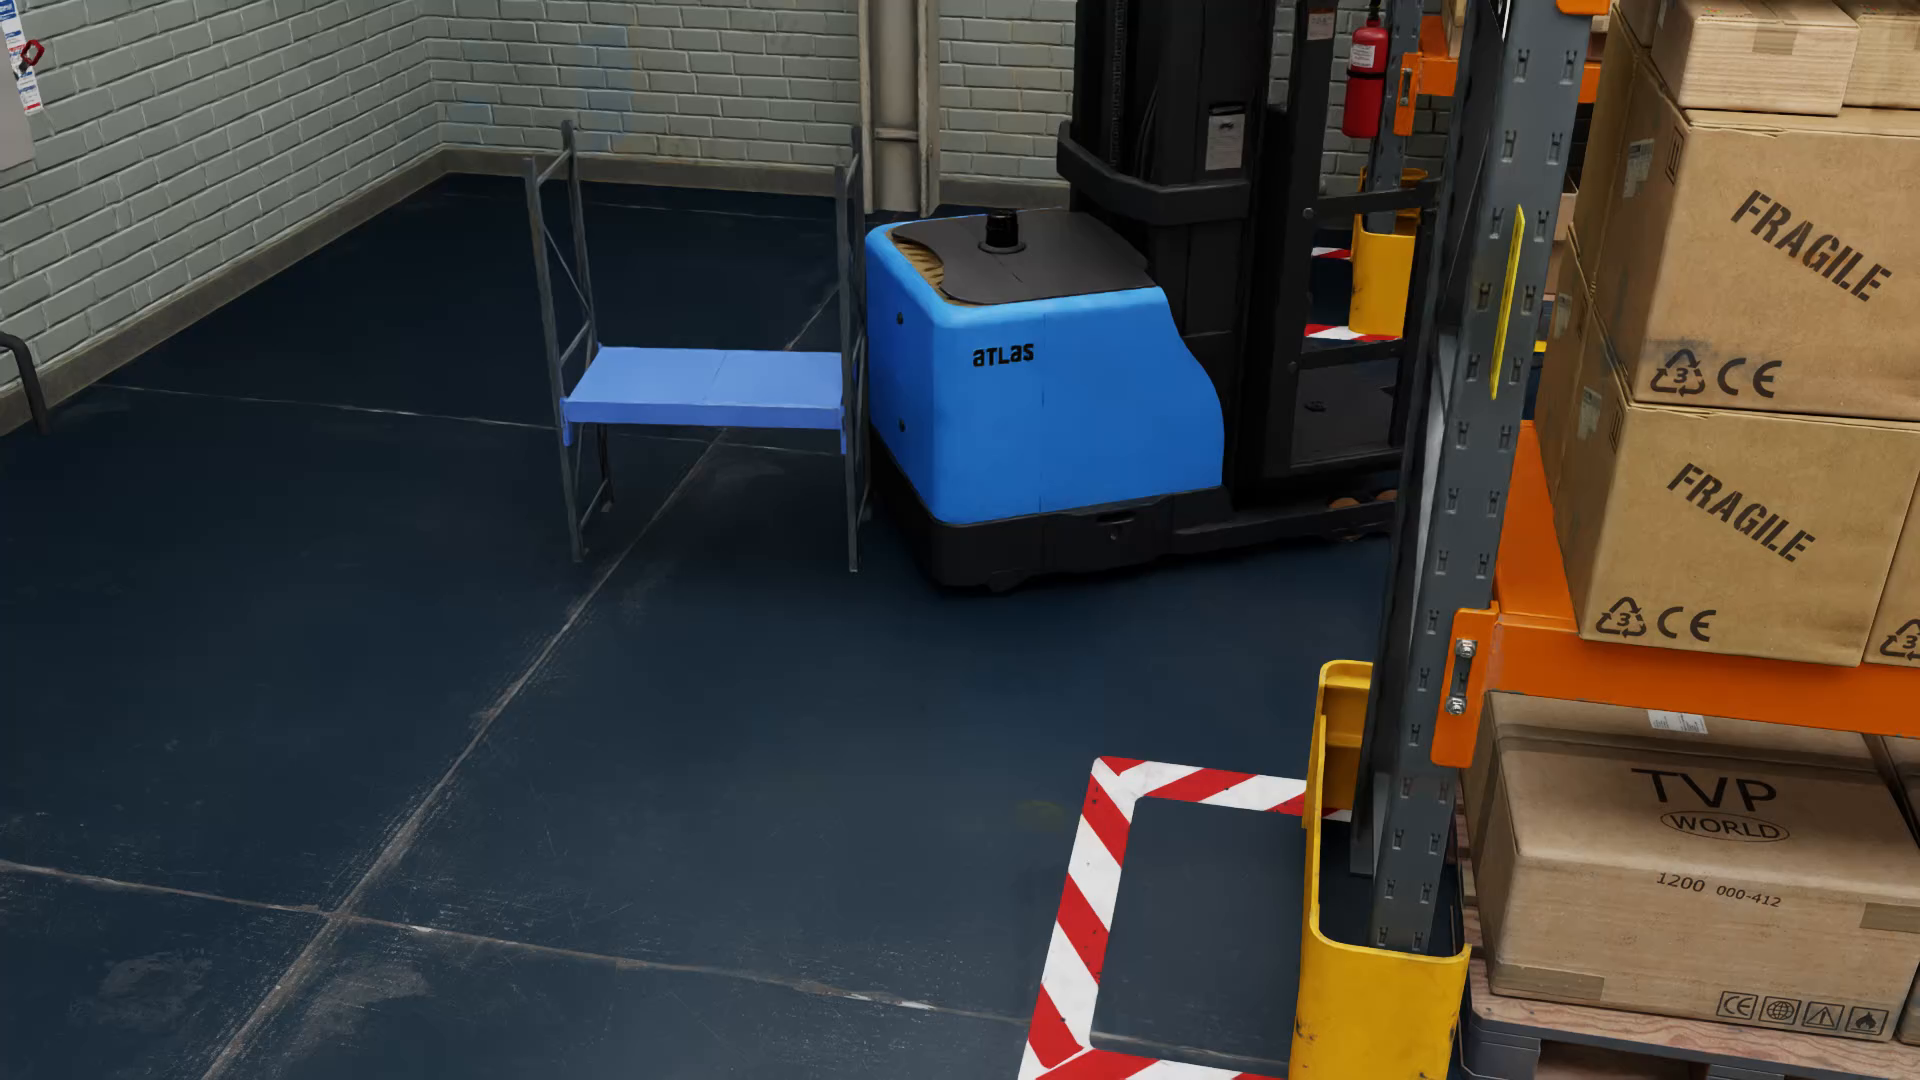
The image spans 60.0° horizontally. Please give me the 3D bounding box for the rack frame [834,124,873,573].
[{"bbox_3d":[-0.371,-0.659,5.893,0.032,1.500,0.500,2,29,3],"label":"rack frame"}]

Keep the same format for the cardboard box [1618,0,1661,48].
[{"bbox_3d":[1.465,-1.082,3.282,0.250,0.149,0.380,6,29,11],"label":"cardboard box"}]

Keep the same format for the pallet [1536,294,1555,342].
[{"bbox_3d":[2.959,-1.278,8.365,1.213,0.211,1.003,6,29,11],"label":"pallet"}]

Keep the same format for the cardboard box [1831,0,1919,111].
[{"bbox_3d":[1.633,-0.866,2.887,0.250,0.149,0.380,7,29,12],"label":"cardboard box"}]

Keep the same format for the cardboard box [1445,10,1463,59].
[{"bbox_3d":[2.369,-2.316,7.619,0.250,0.149,0.380,6,29,10],"label":"cardboard box"}]

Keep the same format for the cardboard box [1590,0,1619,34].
[{"bbox_3d":[2.986,-2.431,7.413,0.500,0.250,0.500,6,29,11],"label":"cardboard box"}]

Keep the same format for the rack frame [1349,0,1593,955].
[{"bbox_3d":[1.072,-0.257,3.596,0.127,3.000,1.000,6,29,11],"label":"rack frame"}]

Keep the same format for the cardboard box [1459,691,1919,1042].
[{"bbox_3d":[1.739,0.702,4.075,0.875,0.438,0.875,5,29,9],"label":"cardboard box"}]

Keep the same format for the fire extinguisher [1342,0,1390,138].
[{"bbox_3d":[1.865,-2.189,7.593,0.183,0.674,0.296,6,29,11],"label":"fire extinguisher"}]

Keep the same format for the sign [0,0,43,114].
[{"bbox_3d":[-3.965,-1.994,6.868,0.001,0.494,0.329,6,29,11],"label":"sign"}]

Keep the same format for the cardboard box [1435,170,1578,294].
[{"bbox_3d":[2.683,-1.572,8.160,0.637,0.503,0.797,5,29,9],"label":"cardboard box"}]

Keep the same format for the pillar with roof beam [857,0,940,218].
[{"bbox_3d":[-1.242,-3.892,3.988,0.400,9.000,9.100,6,29,11],"label":"pillar with roof beam"}]

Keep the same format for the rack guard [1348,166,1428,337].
[{"bbox_3d":[2.179,-1.484,8.441,0.348,0.500,1.175,6,29,11],"label":"rack guard"}]

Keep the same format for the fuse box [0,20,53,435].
[{"bbox_3d":[-3.866,-1.218,6.693,0.414,1.711,0.539,6,29,11],"label":"fuse box"}]

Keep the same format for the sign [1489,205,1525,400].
[{"bbox_3d":[0.950,-0.411,2.894,0.005,0.325,0.100,6,29,11],"label":"sign"}]

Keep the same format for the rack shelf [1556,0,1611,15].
[{"bbox_3d":[3.028,-1.057,2.682,4.000,0.370,1.077,6,29,11],"label":"rack shelf"}]

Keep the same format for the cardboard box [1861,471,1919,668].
[{"bbox_3d":[1.982,-0.080,3.169,0.500,0.500,0.500,5,29,10],"label":"cardboard box"}]

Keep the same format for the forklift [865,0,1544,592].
[{"bbox_3d":[1.209,-1.508,5.952,3.031,2.935,1.130,-9,30,-16],"label":"forklift"}]

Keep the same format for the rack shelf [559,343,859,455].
[{"bbox_3d":[-0.878,-0.518,6.008,1.000,0.185,0.538,2,29,3],"label":"rack shelf"}]

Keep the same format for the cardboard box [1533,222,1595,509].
[{"bbox_3d":[1.599,-0.377,3.711,0.500,0.500,0.500,6,29,11],"label":"cardboard box"}]

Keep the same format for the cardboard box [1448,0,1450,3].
[{"bbox_3d":[2.610,-2.732,7.962,0.500,0.250,0.500,7,29,12],"label":"cardboard box"}]

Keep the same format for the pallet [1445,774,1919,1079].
[{"bbox_3d":[1.871,1.010,4.186,1.213,0.211,1.003,6,29,11],"label":"pallet"}]

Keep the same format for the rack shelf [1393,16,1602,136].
[{"bbox_3d":[4.061,-2.072,7.661,4.000,0.370,1.077,6,29,11],"label":"rack shelf"}]

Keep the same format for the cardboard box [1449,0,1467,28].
[{"bbox_3d":[2.493,-2.481,7.505,0.500,0.250,0.500,6,29,11],"label":"cardboard box"}]

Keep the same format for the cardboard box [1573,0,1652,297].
[{"bbox_3d":[1.593,-0.803,3.448,0.500,0.500,0.500,7,29,12],"label":"cardboard box"}]

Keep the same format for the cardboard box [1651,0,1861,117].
[{"bbox_3d":[1.362,-0.858,2.874,0.250,0.149,0.380,6,29,12],"label":"cardboard box"}]

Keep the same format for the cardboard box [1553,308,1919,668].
[{"bbox_3d":[1.482,-0.118,3.238,0.500,0.500,0.500,6,29,10],"label":"cardboard box"}]

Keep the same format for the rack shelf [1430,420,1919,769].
[{"bbox_3d":[3.028,0.259,3.402,4.000,0.370,1.077,6,29,11],"label":"rack shelf"}]

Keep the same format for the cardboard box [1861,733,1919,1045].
[{"bbox_3d":[2.635,0.790,3.915,0.875,0.438,0.875,7,29,12],"label":"cardboard box"}]

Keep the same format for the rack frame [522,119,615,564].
[{"bbox_3d":[-1.385,-0.691,5.951,0.032,1.500,0.500,2,29,3],"label":"rack frame"}]

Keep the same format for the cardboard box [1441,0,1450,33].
[{"bbox_3d":[2.485,-2.571,8.084,0.250,0.149,0.380,6,29,10],"label":"cardboard box"}]

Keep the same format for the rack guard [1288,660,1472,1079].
[{"bbox_3d":[1.049,0.837,4.201,0.348,0.500,1.175,6,29,11],"label":"rack guard"}]

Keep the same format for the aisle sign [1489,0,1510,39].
[{"bbox_3d":[0.941,-1.268,2.736,0.004,0.787,0.394,6,29,11],"label":"aisle sign"}]

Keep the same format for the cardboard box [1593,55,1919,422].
[{"bbox_3d":[1.482,-0.558,3.000,0.500,0.500,0.500,5,29,9],"label":"cardboard box"}]

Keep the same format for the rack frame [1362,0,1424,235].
[{"bbox_3d":[2.105,-2.588,7.854,0.127,3.000,1.000,6,29,11],"label":"rack frame"}]

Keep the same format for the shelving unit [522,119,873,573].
[{"bbox_3d":[-0.878,-0.675,5.922,1.048,1.500,0.538,2,29,3],"label":"shelving unit"}]

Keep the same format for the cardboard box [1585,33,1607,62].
[{"bbox_3d":[2.892,-2.303,7.594,0.250,0.149,0.380,5,29,10],"label":"cardboard box"}]
